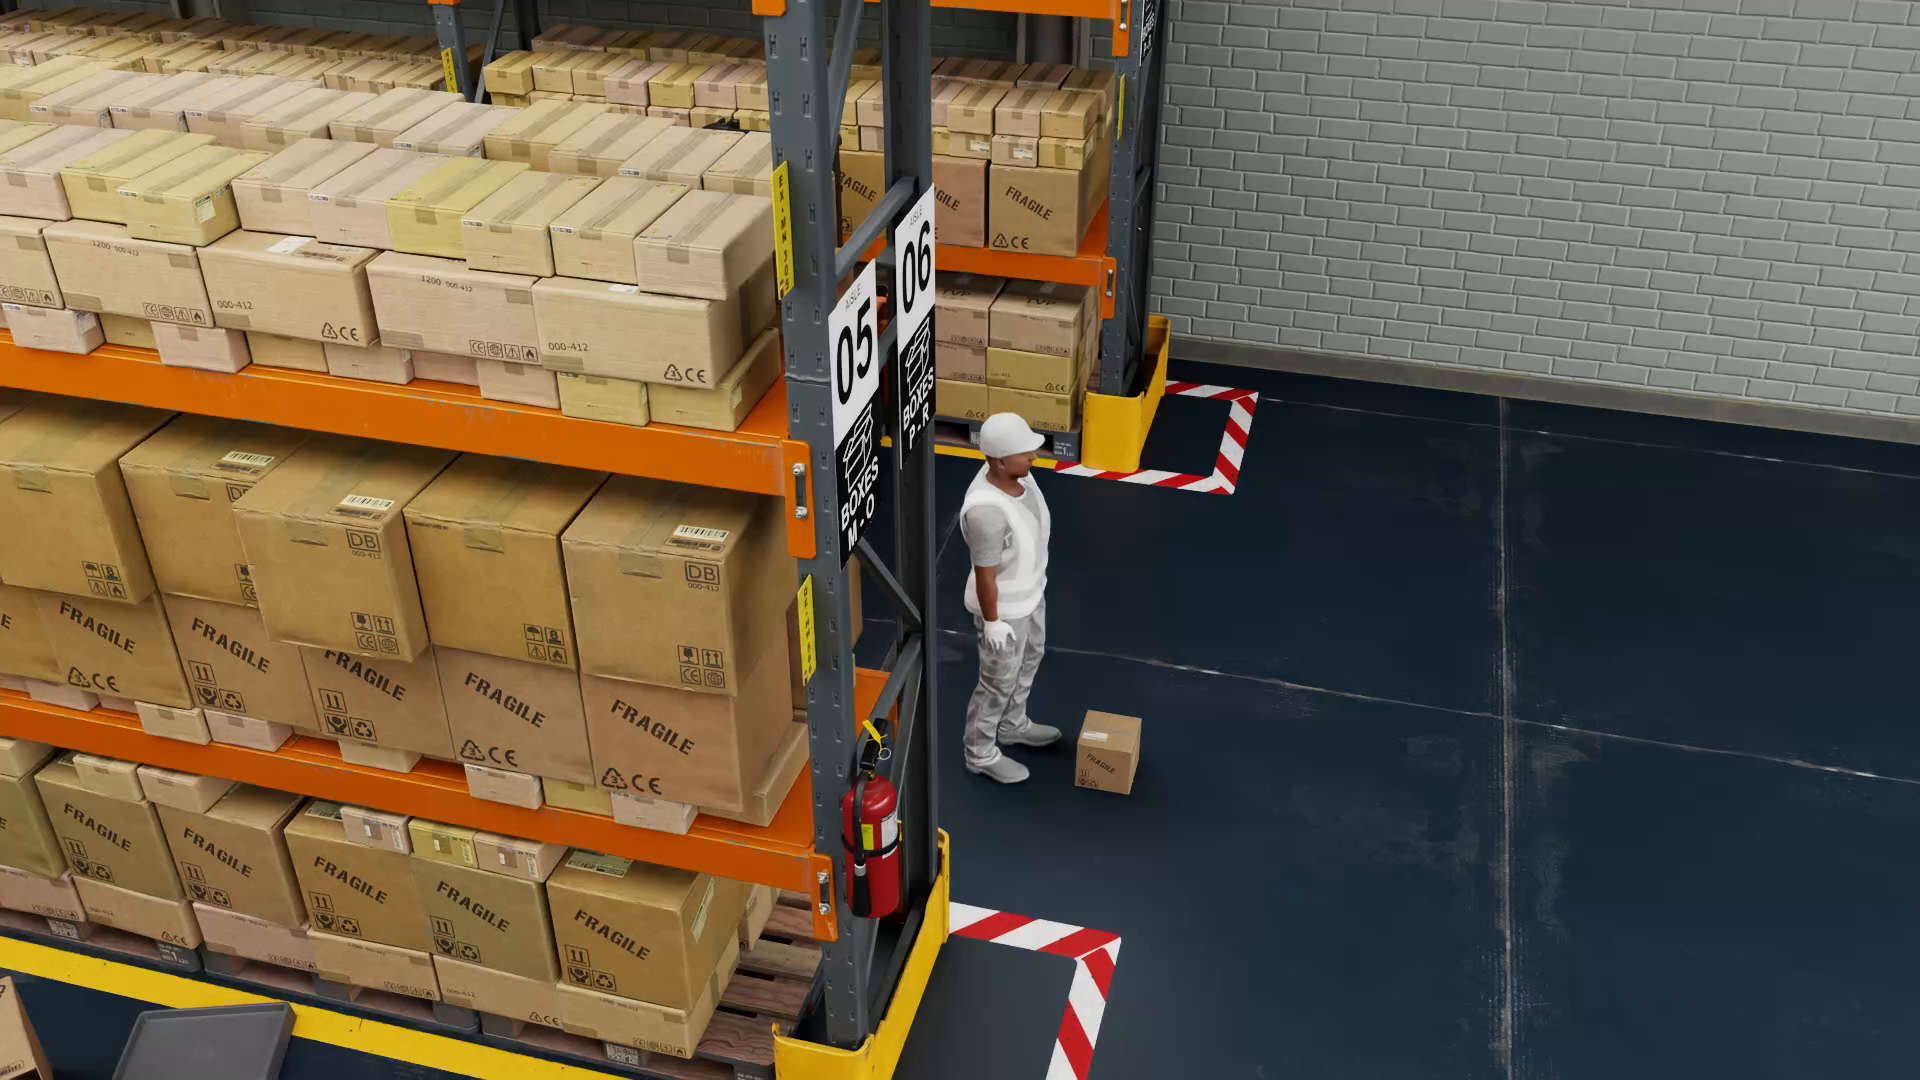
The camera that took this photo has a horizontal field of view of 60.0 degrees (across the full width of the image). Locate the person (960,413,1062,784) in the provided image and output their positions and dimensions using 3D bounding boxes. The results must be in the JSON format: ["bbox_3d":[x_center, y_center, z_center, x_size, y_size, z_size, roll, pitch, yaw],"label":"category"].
[{"bbox_3d":[0.238,0.250,7.256,0.419,1.787,0.550,9,34,13],"label":"person"}]
